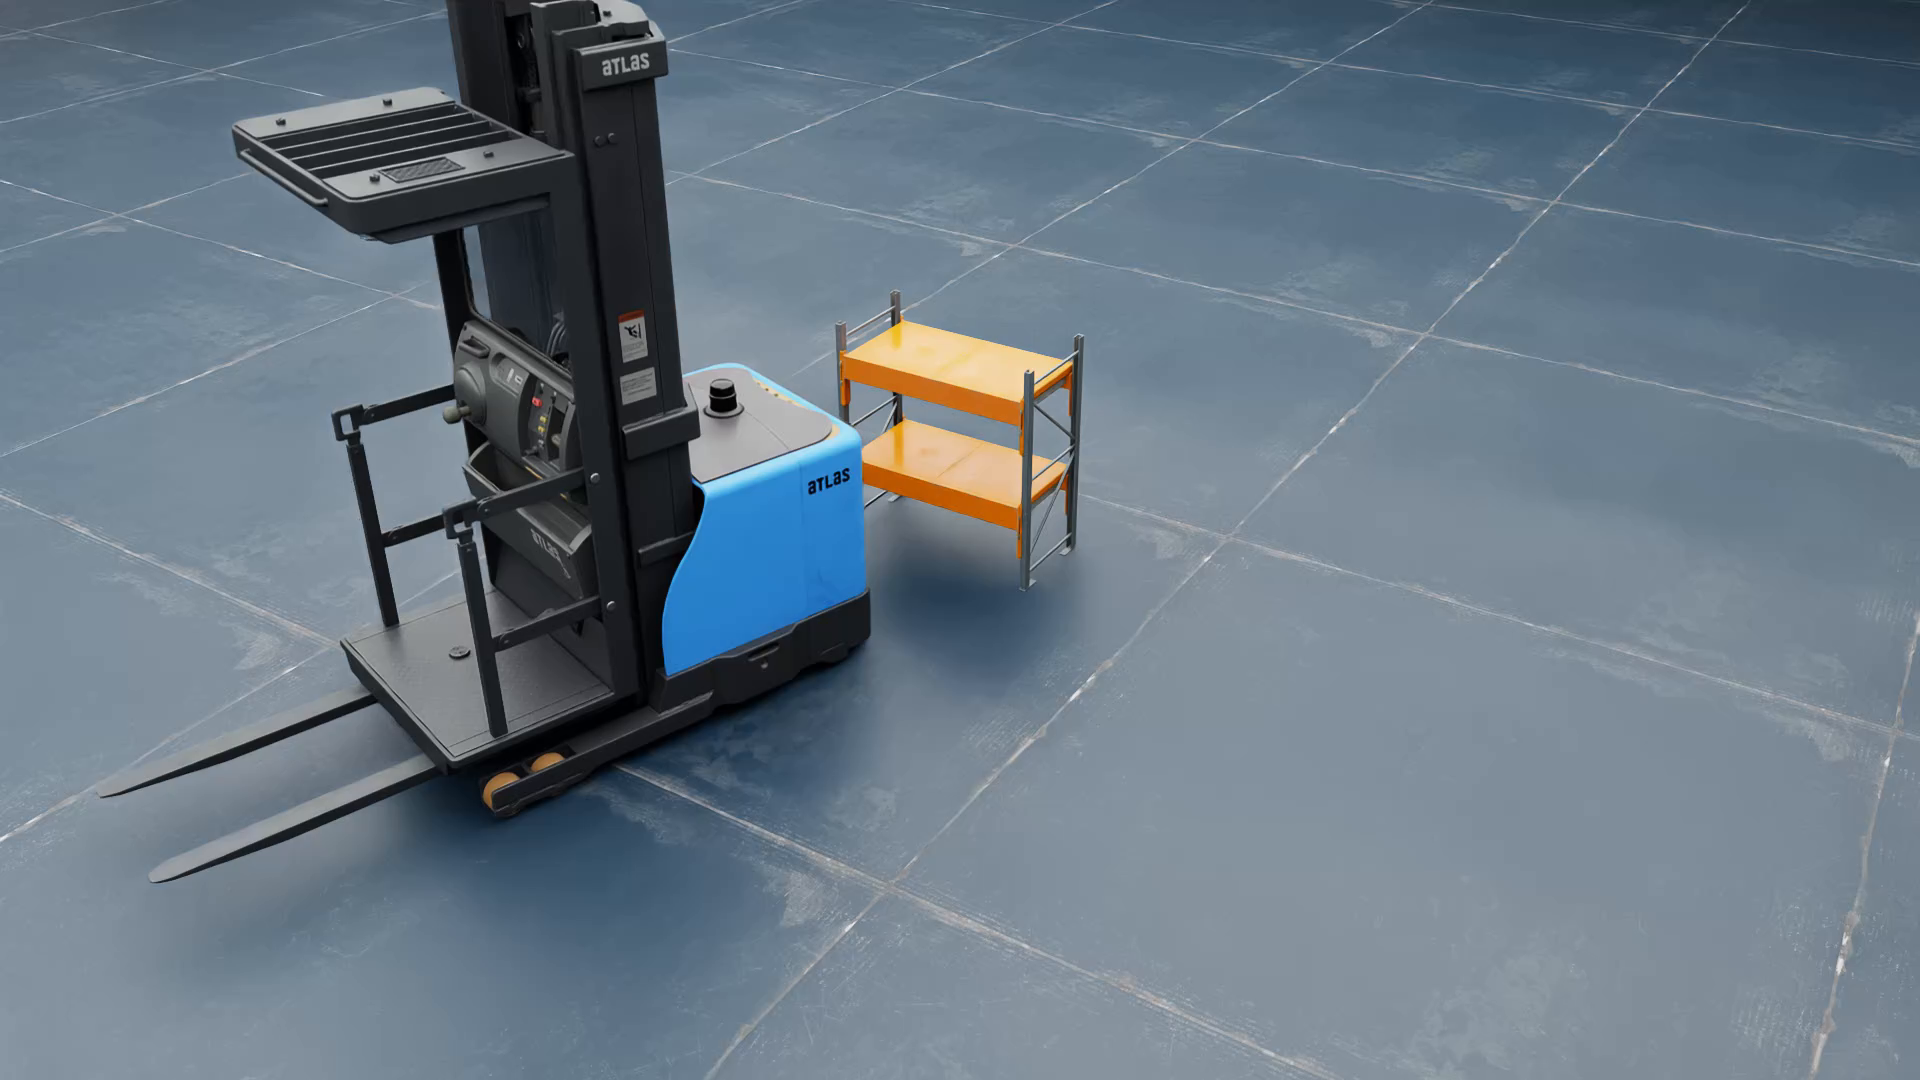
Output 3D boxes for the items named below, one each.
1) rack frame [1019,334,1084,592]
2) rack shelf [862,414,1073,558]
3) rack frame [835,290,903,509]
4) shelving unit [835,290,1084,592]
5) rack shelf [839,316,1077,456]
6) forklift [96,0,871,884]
[{"bbox_3d":[0.425,-0.351,7.736,0.032,1.125,0.500,18,35,27],"label":"rack frame"},{"bbox_3d":[-0.006,-0.276,8.093,1.000,0.278,0.538,18,35,27],"label":"rack shelf"},{"bbox_3d":[-0.436,-0.624,8.203,0.032,1.125,0.500,18,35,27],"label":"rack frame"},{"bbox_3d":[-0.006,-0.488,7.970,1.048,1.125,0.538,18,35,27],"label":"shelving unit"},{"bbox_3d":[-0.006,-0.740,7.822,1.000,0.278,0.538,18,35,27],"label":"rack shelf"},{"bbox_3d":[-1.852,-0.499,6.197,3.031,2.935,1.130,-23,37,-34],"label":"forklift"}]
